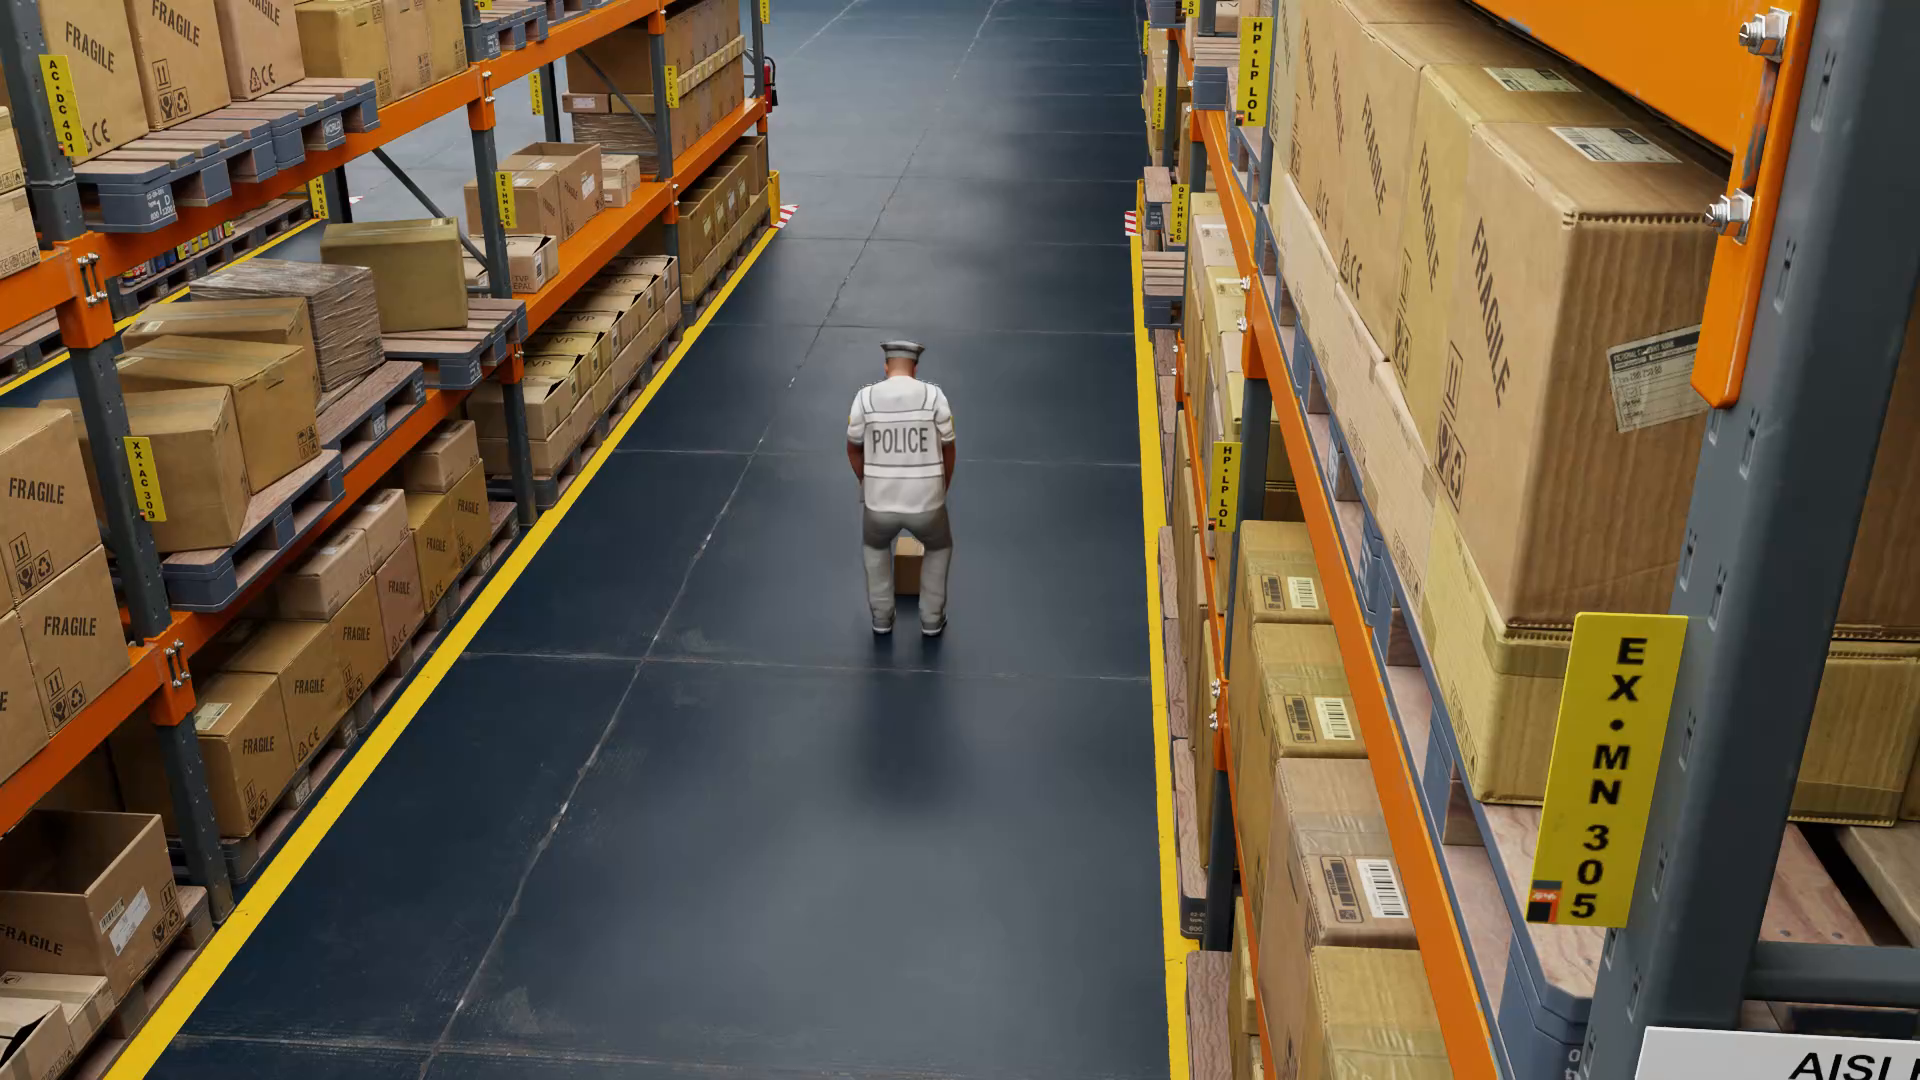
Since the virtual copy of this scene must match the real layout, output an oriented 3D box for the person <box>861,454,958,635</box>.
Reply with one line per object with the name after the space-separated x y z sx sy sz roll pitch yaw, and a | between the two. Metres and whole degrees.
-0.279 0.014 9.189 0.538 0.865 1.032 1 24 2 | person
